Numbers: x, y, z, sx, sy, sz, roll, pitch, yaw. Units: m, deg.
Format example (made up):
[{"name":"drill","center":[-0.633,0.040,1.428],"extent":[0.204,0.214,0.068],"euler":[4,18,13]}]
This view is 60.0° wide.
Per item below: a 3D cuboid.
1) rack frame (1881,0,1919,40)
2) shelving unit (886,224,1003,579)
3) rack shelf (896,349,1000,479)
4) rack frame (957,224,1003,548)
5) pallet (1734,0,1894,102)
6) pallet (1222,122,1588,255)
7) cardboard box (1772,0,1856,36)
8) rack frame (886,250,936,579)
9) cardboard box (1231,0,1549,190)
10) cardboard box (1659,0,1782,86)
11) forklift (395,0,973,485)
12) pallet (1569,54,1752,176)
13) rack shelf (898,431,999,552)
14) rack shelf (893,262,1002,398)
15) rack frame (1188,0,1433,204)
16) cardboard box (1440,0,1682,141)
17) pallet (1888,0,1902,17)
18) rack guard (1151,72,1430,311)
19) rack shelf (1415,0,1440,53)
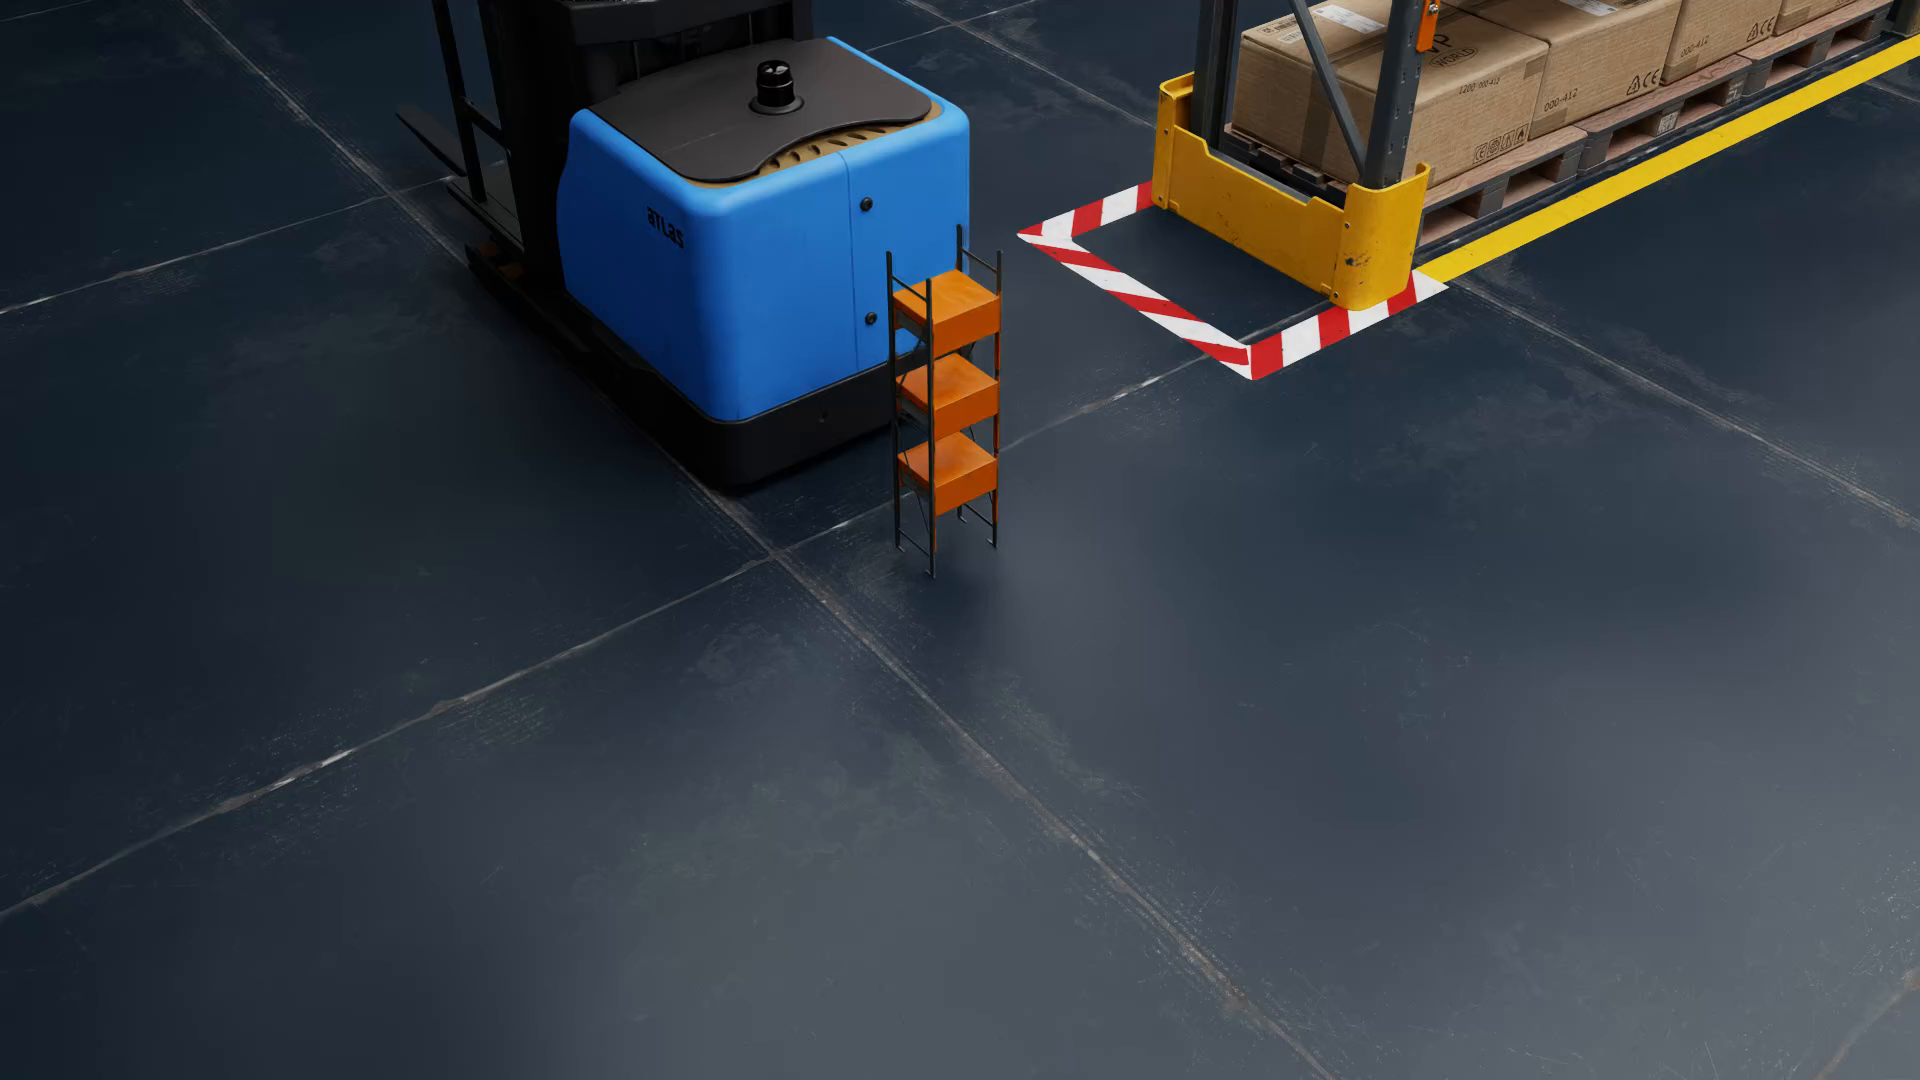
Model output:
[{"name":"rack frame","center":[4.460,-3.926,7.671],"extent":[0.127,3.000,1.000],"euler":[-26,46,-28]},{"name":"shelving unit","center":[-0.042,-0.385,4.892],"extent":[0.252,1.050,0.215],"euler":[-26,46,-28]},{"name":"rack shelf","center":[-0.042,-0.377,4.899],"extent":[0.240,0.259,0.215],"euler":[-26,46,-28]},{"name":"rack frame","center":[0.054,-0.432,4.949],"extent":[0.008,1.050,0.200],"euler":[-26,46,-28]},{"name":"pallet","center":[3.809,-2.593,8.245],"extent":[1.213,0.211,1.003],"euler":[-26,46,-28]},{"name":"pallet","center":[1.874,-1.650,7.096],"extent":[1.213,0.211,1.003],"euler":[-26,46,-28]},{"name":"cardboard box","center":[3.897,-2.909,8.120],"extent":[0.875,0.438,0.875],"euler":[-27,46,-29]},{"name":"rack frame","center":[-0.139,-0.338,4.834],"extent":[0.008,1.050,0.200],"euler":[-26,46,-28]},{"name":"cardboard box","center":[1.751,-1.857,6.838],"extent":[0.875,0.438,0.875],"euler":[-28,47,-29]},{"name":"cardboard box","center":[3.187,-2.563,7.698],"extent":[0.875,0.438,0.875],"euler":[-27,47,-29]},{"name":"forklift","center":[-1.249,-2.192,5.611],"extent":[1.130,2.935,3.031],"euler":[-26,46,-28]},{"name":"pallet","center":[2.841,-2.119,7.667],"extent":[1.213,0.211,1.003],"euler":[-26,46,-28]},{"name":"rack shelf","center":[-0.042,-0.162,5.075],"extent":[0.240,0.259,0.215],"euler":[-26,46,-28]},{"name":"rack shelf","center":[-0.042,-0.596,4.719],"extent":[0.240,0.259,0.215],"euler":[-26,46,-28]},{"name":"rack frame","center":[1.288,-2.380,5.786],"extent":[0.127,3.000,1.000],"euler":[-26,46,-28]},{"name":"cardboard box","center":[2.471,-2.215,7.274],"extent":[0.875,0.438,0.875],"euler":[-25,45,-27]},{"name":"pallet","center":[5.026,-3.184,8.965],"extent":[1.213,0.211,1.003],"euler":[-26,46,-28]},{"name":"rack guard","center":[1.269,-1.405,6.568],"extent":[0.348,0.500,1.175],"euler":[-26,46,-28]},{"name":"rack shelf","center":[2.874,-2.875,6.957],"extent":[4.000,0.370,1.077],"euler":[-26,46,-28]}]
